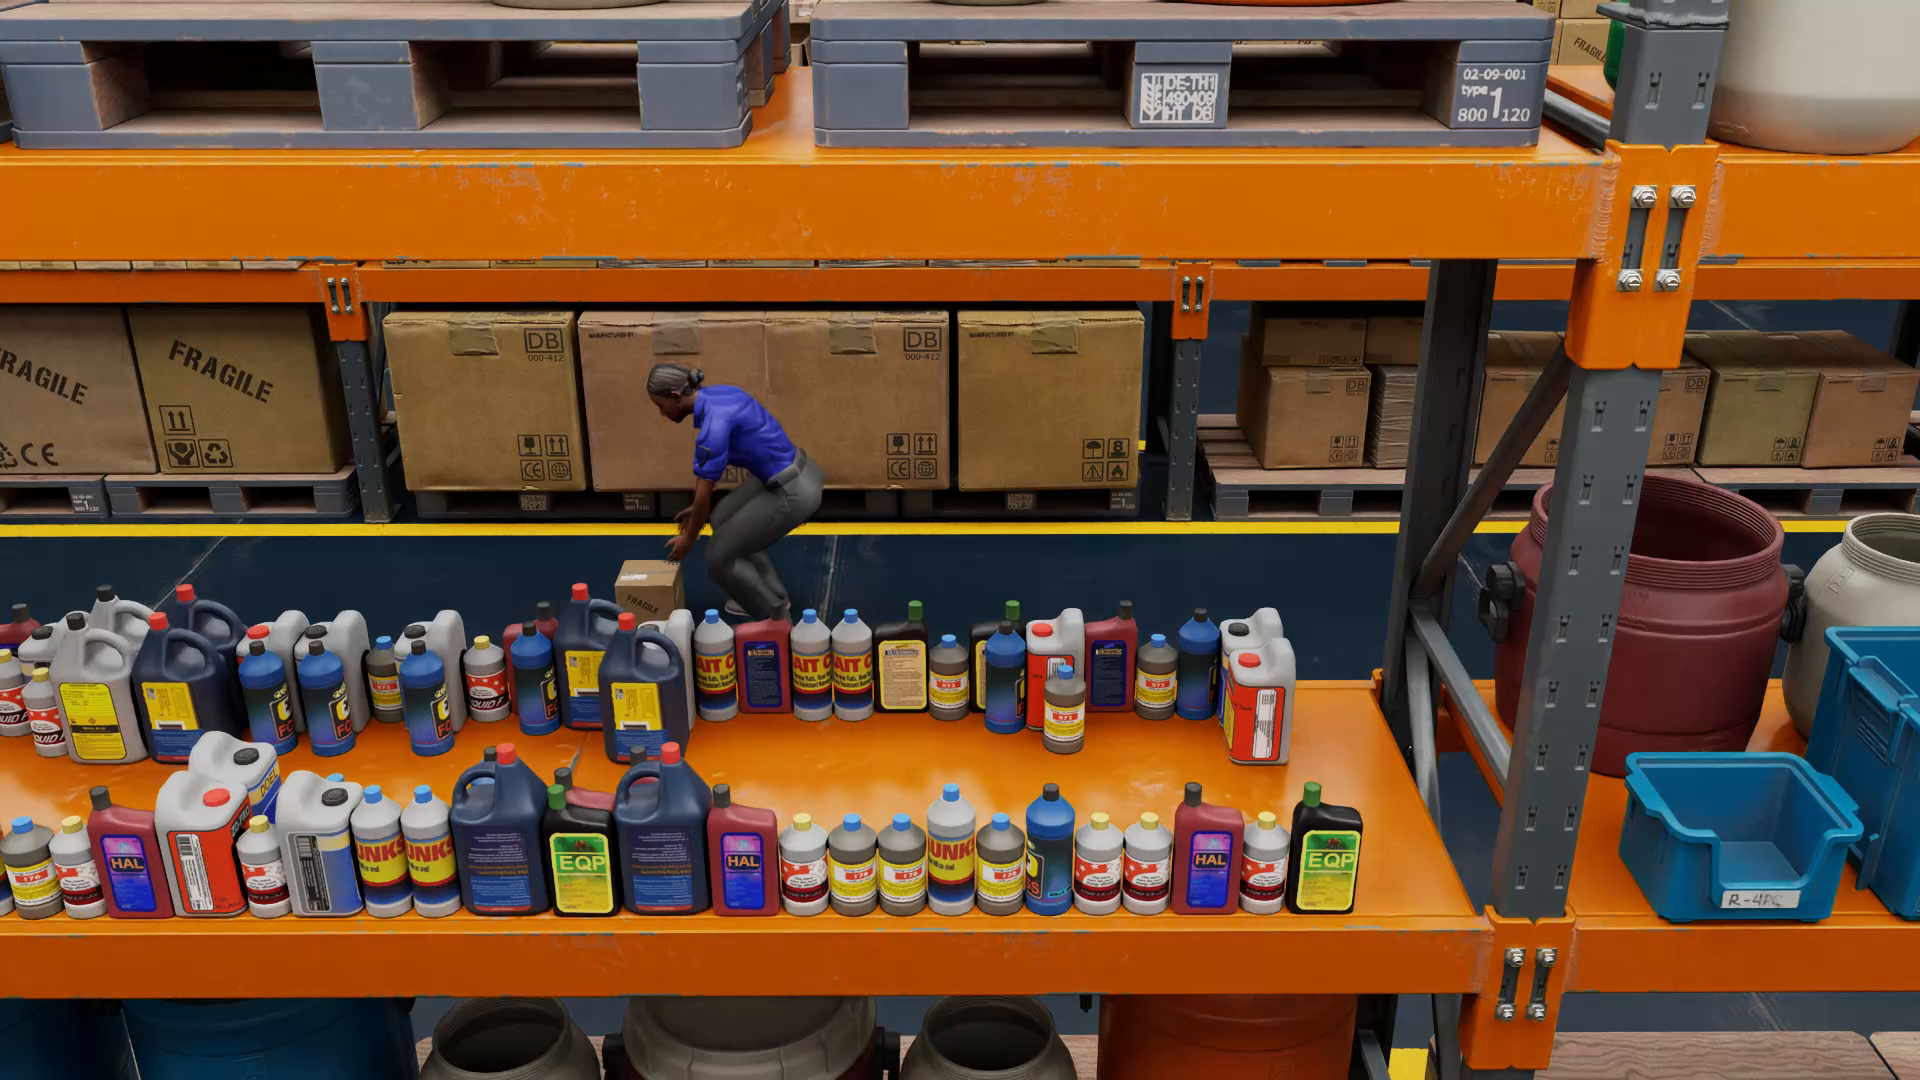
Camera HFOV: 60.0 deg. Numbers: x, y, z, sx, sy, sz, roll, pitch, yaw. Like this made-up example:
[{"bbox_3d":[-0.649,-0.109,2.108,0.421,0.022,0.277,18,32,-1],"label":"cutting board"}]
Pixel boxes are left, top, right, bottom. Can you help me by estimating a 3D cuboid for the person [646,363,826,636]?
[{"bbox_3d":[-0.927,-0.169,7.027,0.709,1.219,0.496,0,24,0],"label":"person"}]
